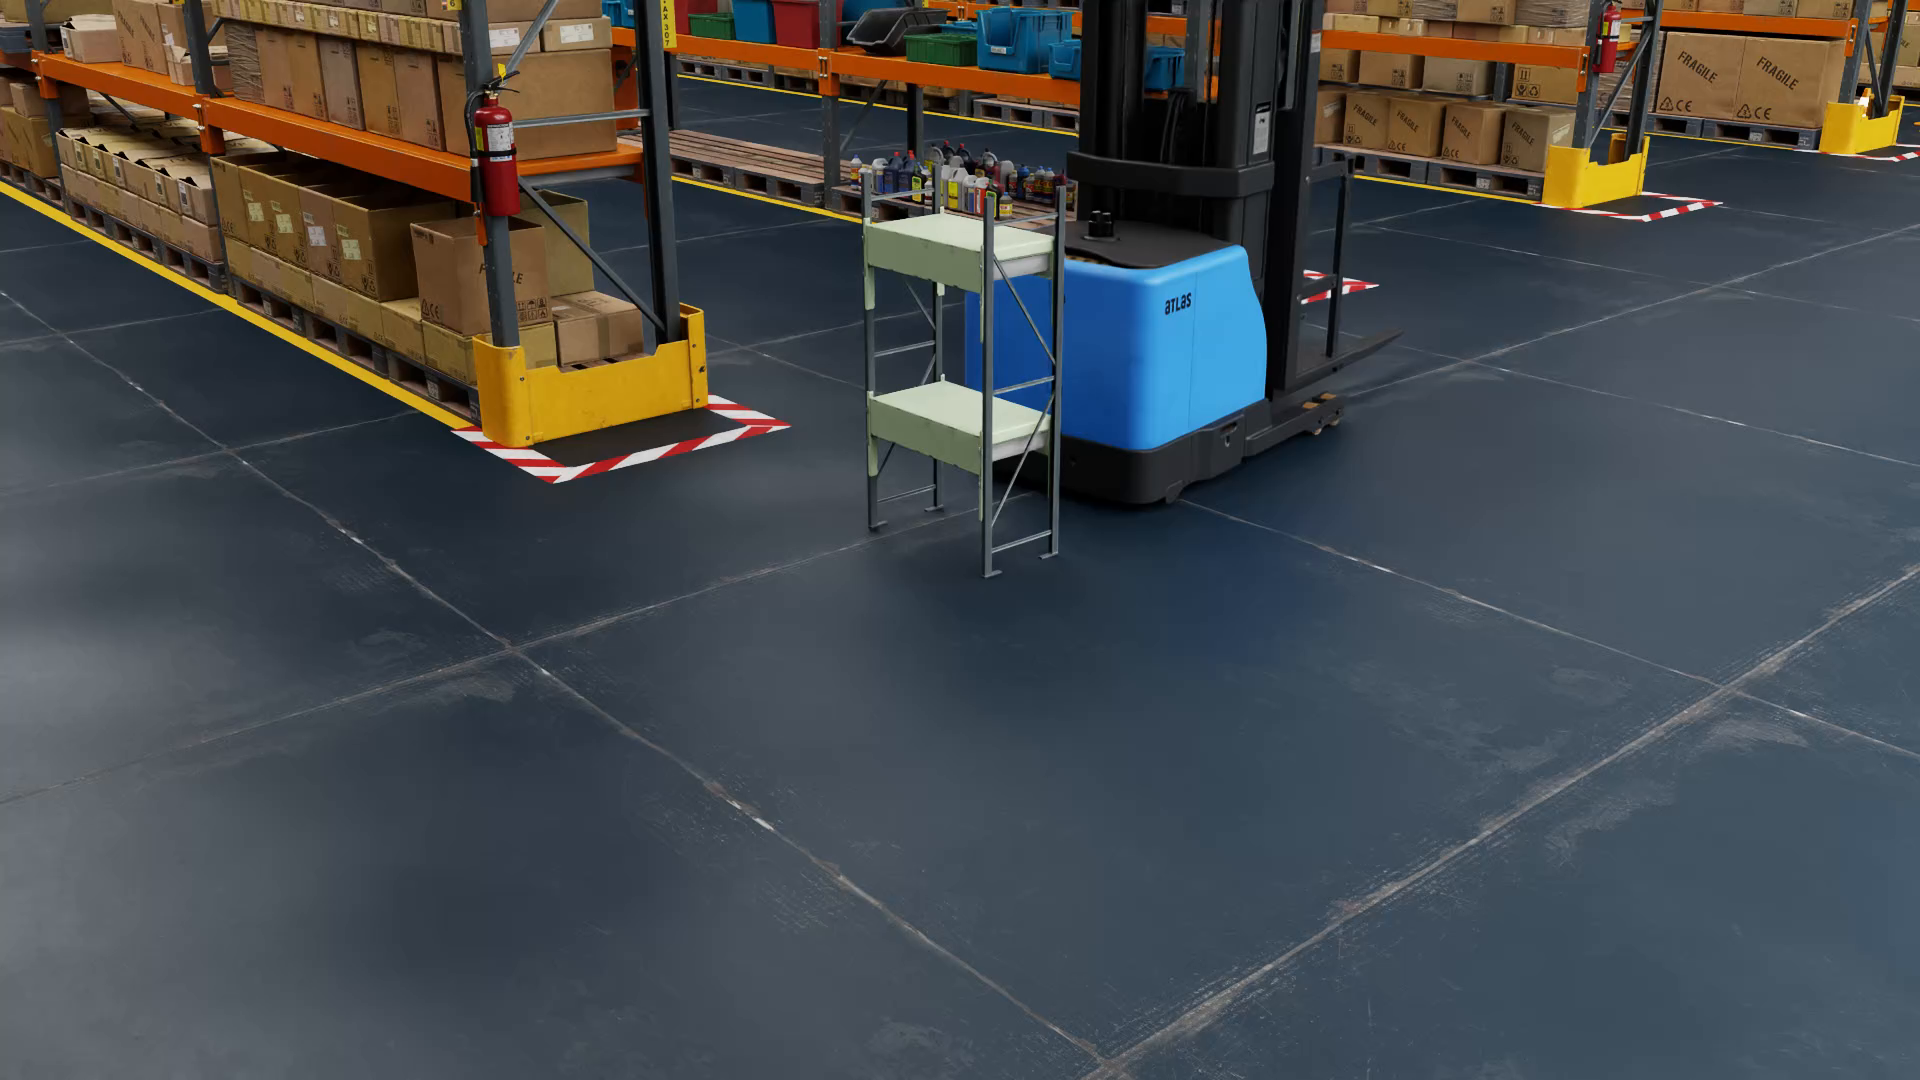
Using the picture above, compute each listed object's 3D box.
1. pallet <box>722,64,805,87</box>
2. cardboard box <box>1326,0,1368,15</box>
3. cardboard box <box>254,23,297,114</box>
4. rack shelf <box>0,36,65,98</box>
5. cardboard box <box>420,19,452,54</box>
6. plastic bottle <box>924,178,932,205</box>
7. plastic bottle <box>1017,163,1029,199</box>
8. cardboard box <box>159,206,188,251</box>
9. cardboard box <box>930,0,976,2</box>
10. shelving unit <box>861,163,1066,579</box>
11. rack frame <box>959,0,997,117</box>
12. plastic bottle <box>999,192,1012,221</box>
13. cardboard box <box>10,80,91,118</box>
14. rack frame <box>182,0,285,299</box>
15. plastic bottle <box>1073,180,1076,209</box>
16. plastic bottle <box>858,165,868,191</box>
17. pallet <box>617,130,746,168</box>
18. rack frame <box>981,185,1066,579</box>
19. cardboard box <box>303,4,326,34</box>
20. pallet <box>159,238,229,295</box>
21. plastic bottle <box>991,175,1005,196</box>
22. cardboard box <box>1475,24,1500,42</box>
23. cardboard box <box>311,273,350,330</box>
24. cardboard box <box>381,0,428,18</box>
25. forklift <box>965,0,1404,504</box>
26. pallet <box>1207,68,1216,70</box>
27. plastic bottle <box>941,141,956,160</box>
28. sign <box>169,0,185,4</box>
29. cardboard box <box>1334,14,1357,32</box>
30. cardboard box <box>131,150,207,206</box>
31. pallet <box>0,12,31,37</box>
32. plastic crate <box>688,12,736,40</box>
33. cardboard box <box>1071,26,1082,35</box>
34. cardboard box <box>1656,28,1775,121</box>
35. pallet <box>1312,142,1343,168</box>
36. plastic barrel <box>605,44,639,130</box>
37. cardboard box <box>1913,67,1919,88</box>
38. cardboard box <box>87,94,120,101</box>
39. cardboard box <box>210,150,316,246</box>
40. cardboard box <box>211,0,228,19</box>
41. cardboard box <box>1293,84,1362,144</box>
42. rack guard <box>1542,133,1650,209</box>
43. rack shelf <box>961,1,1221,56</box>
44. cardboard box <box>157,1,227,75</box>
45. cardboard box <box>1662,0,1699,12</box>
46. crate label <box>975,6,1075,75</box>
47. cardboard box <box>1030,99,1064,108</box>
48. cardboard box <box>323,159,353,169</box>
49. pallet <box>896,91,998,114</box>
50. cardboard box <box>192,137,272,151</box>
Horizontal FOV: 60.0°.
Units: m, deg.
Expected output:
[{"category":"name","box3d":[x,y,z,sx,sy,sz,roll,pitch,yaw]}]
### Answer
[{"category":"pallet","box3d":[-2.642,-6.634,23.631,1.003,0.211,1.213,-17,27,-37]},{"category":"cardboard box","box3d":[3.967,-5.278,15.802,0.875,0.500,0.500,-17,27,-37]},{"category":"cardboard box","box3d":[-3.846,-2.917,10.181,0.700,0.500,0.500,-18,28,-38]},{"category":"rack shelf","box3d":[-8.406,-4.458,15.241,1.077,0.370,4.000,-17,27,-37]},{"category":"cardboard box","box3d":[-2.445,-2.511,8.256,0.380,0.149,0.250,-17,27,-36]},{"category":"plastic bottle","box3d":[-0.232,-2.758,13.146,0.097,0.201,0.097,0,21,0]},{"category":"plastic bottle","box3d":[0.507,-2.897,13.404,0.097,0.271,0.097,0,21,0]},{"category":"cardboard box","box3d":[-5.309,-2.237,11.776,0.500,0.250,0.500,-18,28,-38]},{"category":"cardboard box","box3d":[-0.104,-6.722,19.896,0.500,0.500,0.500,-16,27,-36]},{"category":"shelving unit","box3d":[0.004,-0.697,6.706,0.431,1.500,0.755,-17,27,-37]},{"category":"rack frame","box3d":[0.406,-6.598,19.717,1.000,3.000,0.127,-17,27,-37]},{"category":"plastic bottle","box3d":[0.345,-2.514,12.523,0.097,0.201,0.097,0,21,0]},{"category":"cardboard box","box3d":[-7.929,-3.848,14.492,0.500,0.250,0.500,-16,27,-35]},{"category":"rack frame","box3d":[-4.490,-3.136,10.877,1.000,3.000,0.127,-17,27,-37]},{"category":"plastic bottle","box3d":[0.929,-2.718,12.949,0.097,0.271,0.097,0,21,0]},{"category":"plastic bottle","box3d":[-0.793,-2.995,13.752,0.097,0.201,0.097,0,21,0]},{"category":"pallet","box3d":[-2.870,-3.897,16.645,1.003,0.211,1.213,-17,27,-37]},{"category":"rack frame","box3d":[0.243,-0.595,6.448,0.400,1.500,0.023,-17,27,-37]},{"category":"cardboard box","box3d":[-3.447,-2.937,9.343,0.380,0.149,0.250,-18,28,-38]},{"category":"pallet","box3d":[-5.000,-2.032,11.882,1.003,0.211,1.213,-17,27,-37]},{"category":"plastic bottle","box3d":[0.282,-2.654,12.767,0.061,0.283,0.133,-17,27,-37]},{"category":"cardboard box","box3d":[4.769,-4.499,14.703,0.380,0.149,0.250,-17,27,-37]},{"category":"cardboard box","box3d":[-3.441,-1.435,9.730,0.500,0.250,0.500,-17,27,-37]},{"category":"cardboard box","box3d":[-2.556,-2.972,8.543,0.700,0.500,0.500,-18,28,-39]},{"category":"forklift","box3d":[1.314,-1.988,8.041,1.130,2.935,3.031,16,27,35]},{"category":"pallet","box3d":[3.721,-6.669,23.721,1.003,0.211,1.213,-17,27,-37]},{"category":"plastic bottle","box3d":[-0.096,-3.176,14.009,0.144,0.351,0.185,-18,28,-39]},{"category":"sign","box3d":[-4.895,-3.506,10.344,0.100,0.325,0.005,-17,27,-37]},{"category":"cardboard box","box3d":[3.764,-4.905,15.740,0.380,0.149,0.250,-17,27,-37]},{"category":"cardboard box","box3d":[-5.640,-2.636,12.028,0.500,0.311,0.500,-18,27,-38]},{"category":"pallet","box3d":[-8.374,-4.688,15.103,1.003,0.211,1.213,-17,27,-37]},{"category":"plastic crate","box3d":[-2.086,-4.629,14.981,0.450,0.188,0.662,-17,27,-37]},{"category":"cardboard box","box3d":[1.900,-7.620,25.179,0.500,0.500,0.500,-16,27,-35]},{"category":"cardboard box","box3d":[8.383,-5.161,18.386,0.875,0.875,0.875,-18,28,-38]},{"category":"pallet","box3d":[3.482,-4.017,16.952,1.003,0.211,1.213,-17,27,-37]},{"category":"plastic barrel","box3d":[-3.678,-4.735,17.361,0.600,0.830,0.708,-17,27,-37]},{"category":"cardboard box","box3d":[12.389,-5.828,20.945,0.500,0.250,0.500,-18,27,-38]},{"category":"cardboard box","box3d":[-8.196,-3.902,15.657,0.500,0.500,0.500,-19,28,-39]},{"category":"cardboard box","box3d":[-4.424,-2.197,10.648,0.500,0.500,0.500,-17,27,-37]},{"category":"cardboard box","box3d":[-4.461,-3.364,10.433,0.380,0.149,0.250,-18,27,-38]},{"category":"cardboard box","box3d":[3.628,-4.248,16.569,0.500,0.500,0.500,-9,23,-21]},{"category":"rack guard","box3d":[5.579,-3.245,14.583,1.175,0.500,0.348,-17,27,-37]},{"category":"rack shelf","box3d":[1.712,-5.711,18.437,1.077,0.370,4.000,-17,27,-37]},{"category":"cardboard box","box3d":[-5.323,-3.544,11.782,0.500,0.500,0.500,-15,26,-34]},{"category":"cardboard box","box3d":[8.152,-6.170,18.419,0.875,0.550,0.500,-17,27,-37]},{"category":"crate label","box3d":[0.470,-3.669,12.191,0.502,0.435,0.616,-17,27,-37]},{"category":"cardboard box","box3d":[1.231,-5.308,19.249,0.500,0.500,0.700,20,29,41]},{"category":"cardboard box","box3d":[-3.704,-2.183,10.611,0.500,0.500,0.500,-17,27,-37]},{"category":"pallet","box3d":[-0.051,-5.535,20.827,1.003,0.211,1.213,-17,27,-37]},{"category":"cardboard box","box3d":[-5.575,-2.910,12.726,0.500,0.311,0.500,-17,27,-36]}]
